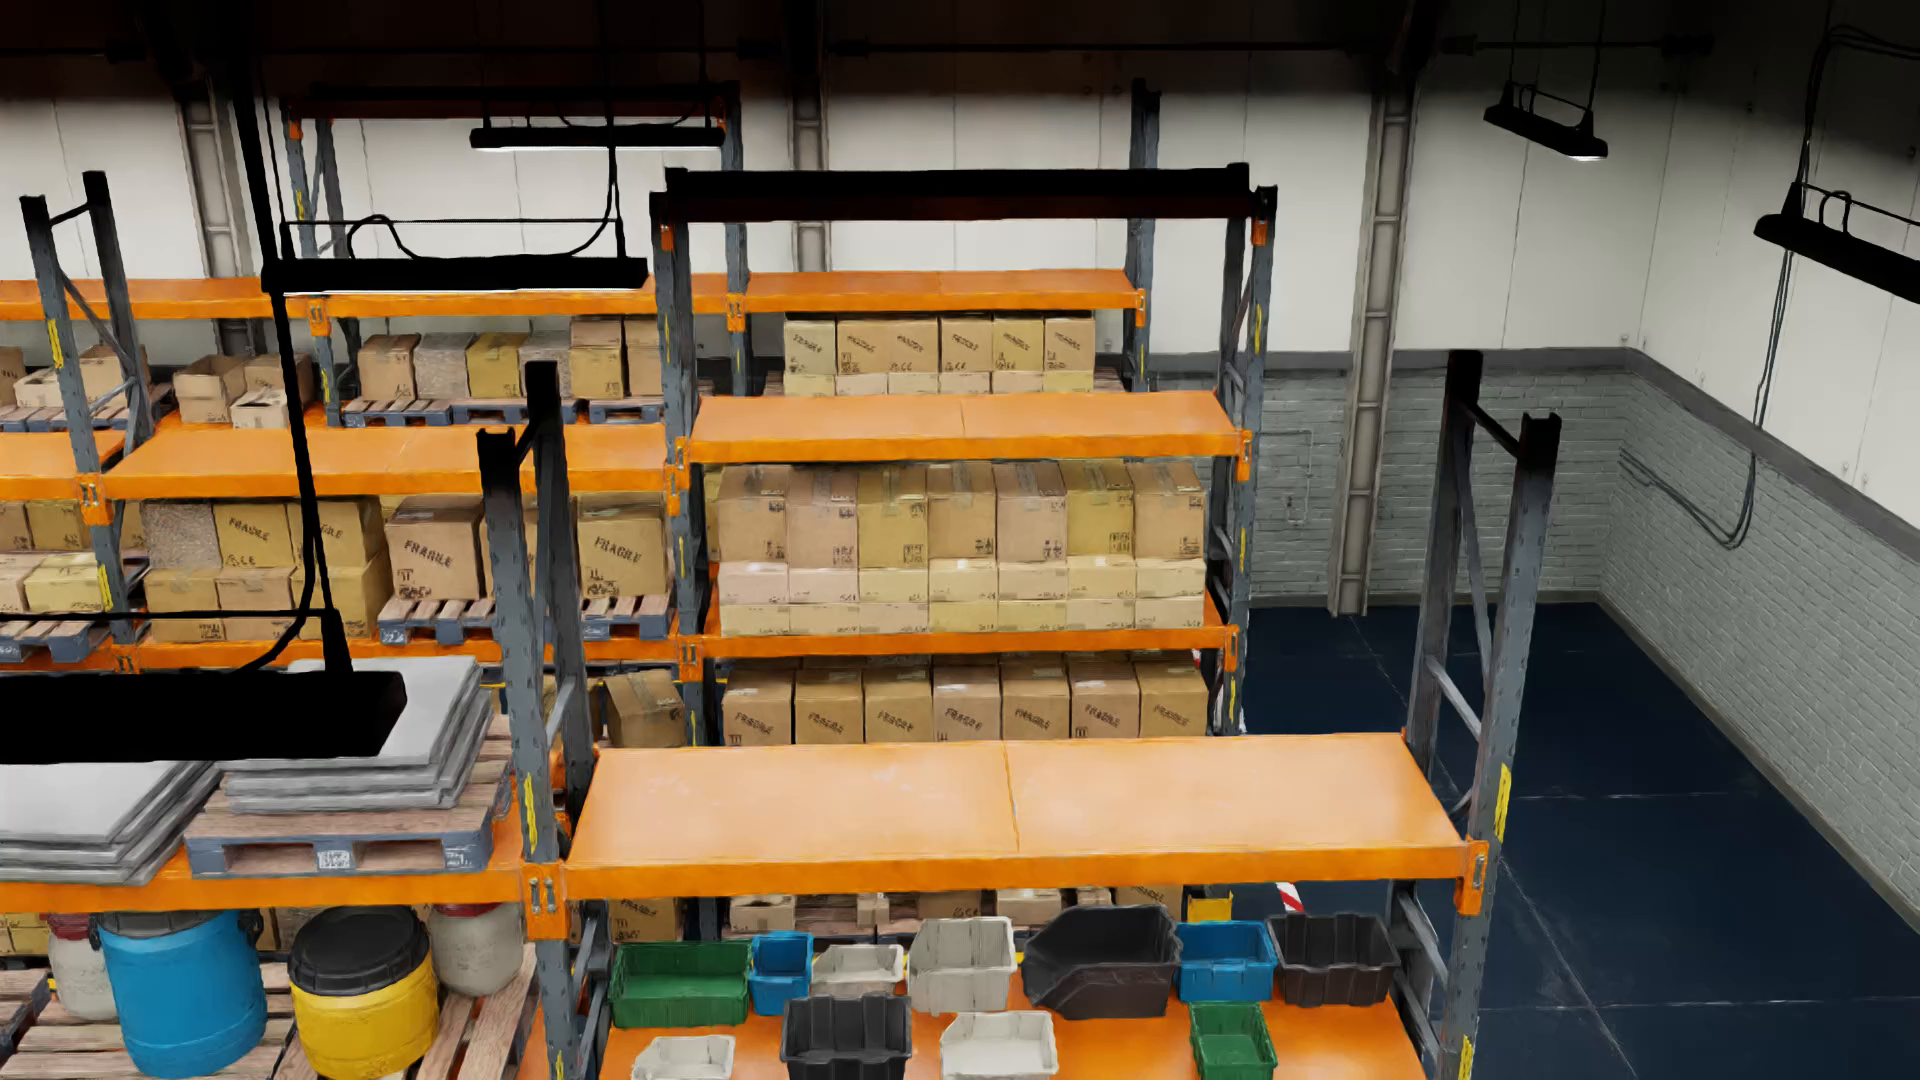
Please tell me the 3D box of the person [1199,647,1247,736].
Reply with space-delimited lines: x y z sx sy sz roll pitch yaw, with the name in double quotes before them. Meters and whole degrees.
"person" 2.253 1.649 14.806 0.601 1.685 0.363 -4 22 -9
